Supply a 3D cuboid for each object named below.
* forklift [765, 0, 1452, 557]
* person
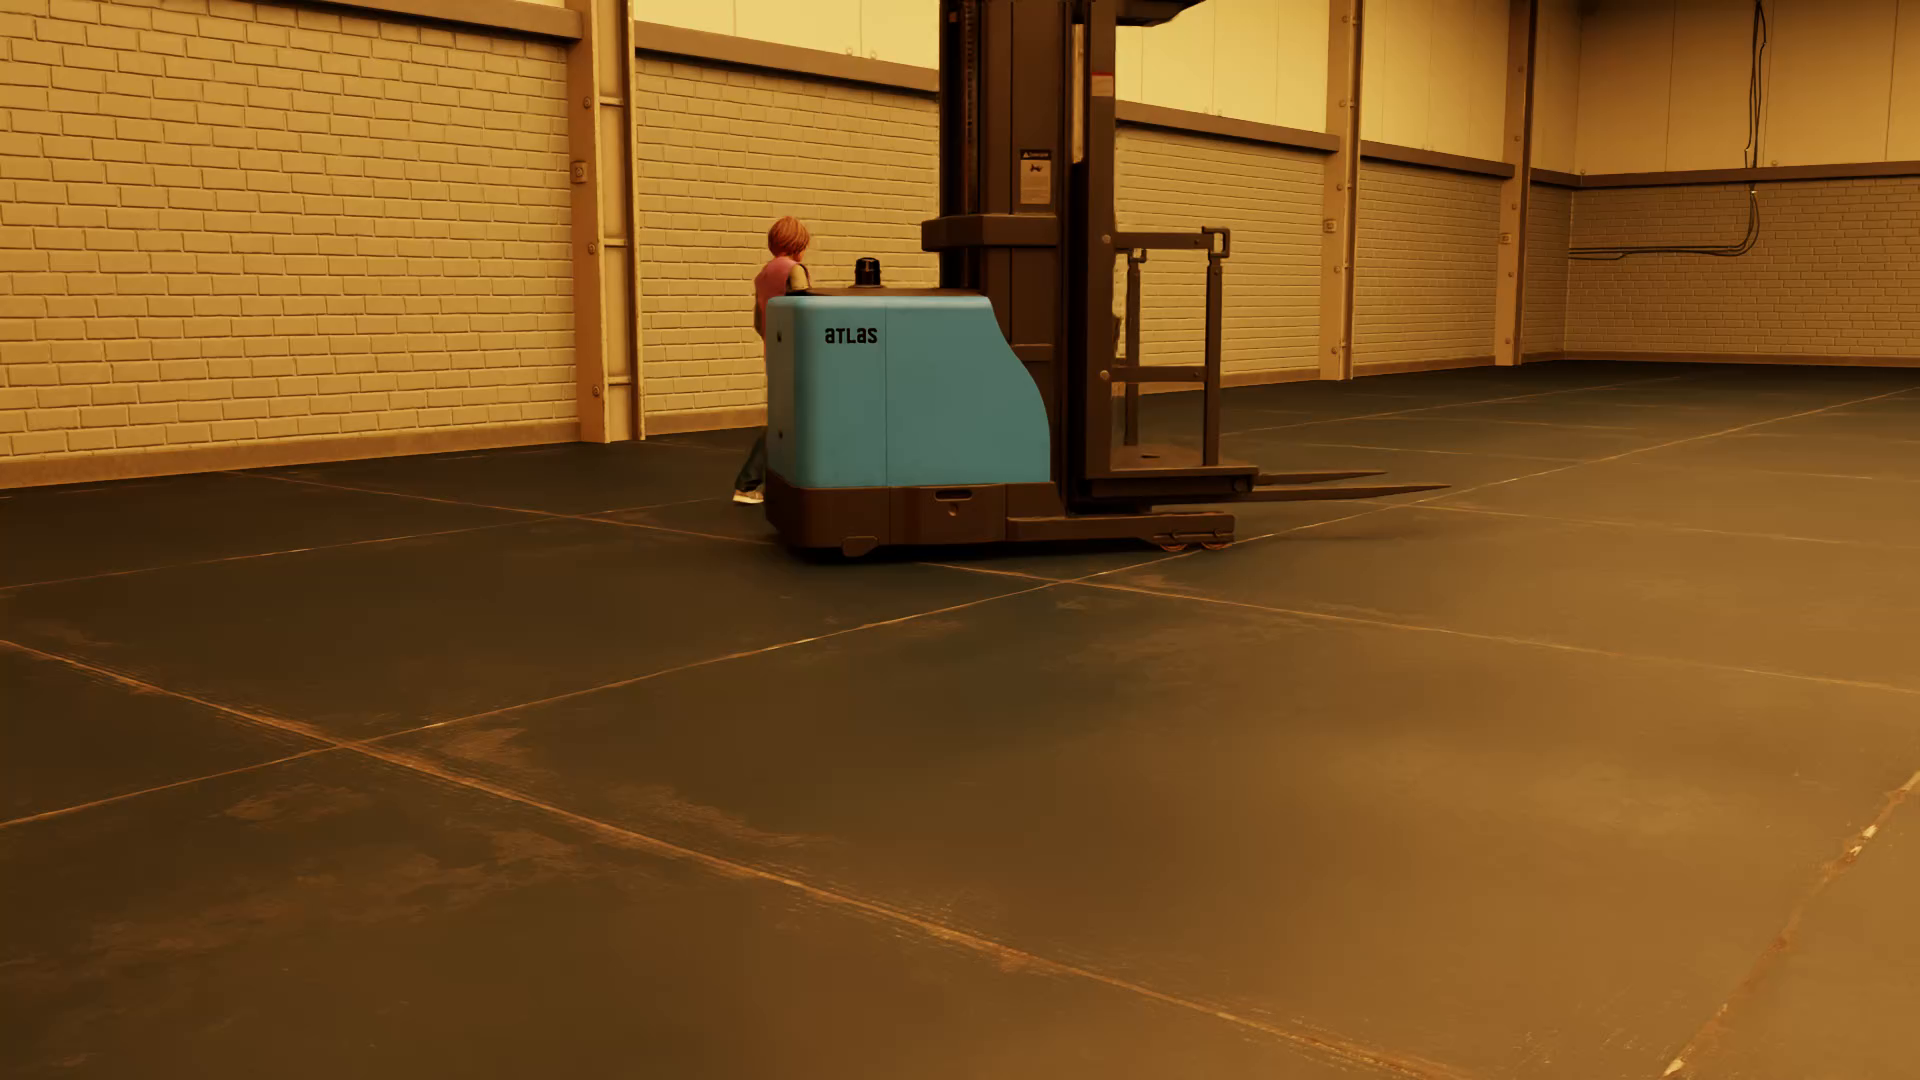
[{"bbox_3d":[0.690,-1.470,7.329,3.031,2.935,1.130,-2,9,-14],"label":"forklift"},{"bbox_3d":[-0.832,-0.898,8.532,0.562,1.482,0.803,-6,10,-35],"label":"person"}]
